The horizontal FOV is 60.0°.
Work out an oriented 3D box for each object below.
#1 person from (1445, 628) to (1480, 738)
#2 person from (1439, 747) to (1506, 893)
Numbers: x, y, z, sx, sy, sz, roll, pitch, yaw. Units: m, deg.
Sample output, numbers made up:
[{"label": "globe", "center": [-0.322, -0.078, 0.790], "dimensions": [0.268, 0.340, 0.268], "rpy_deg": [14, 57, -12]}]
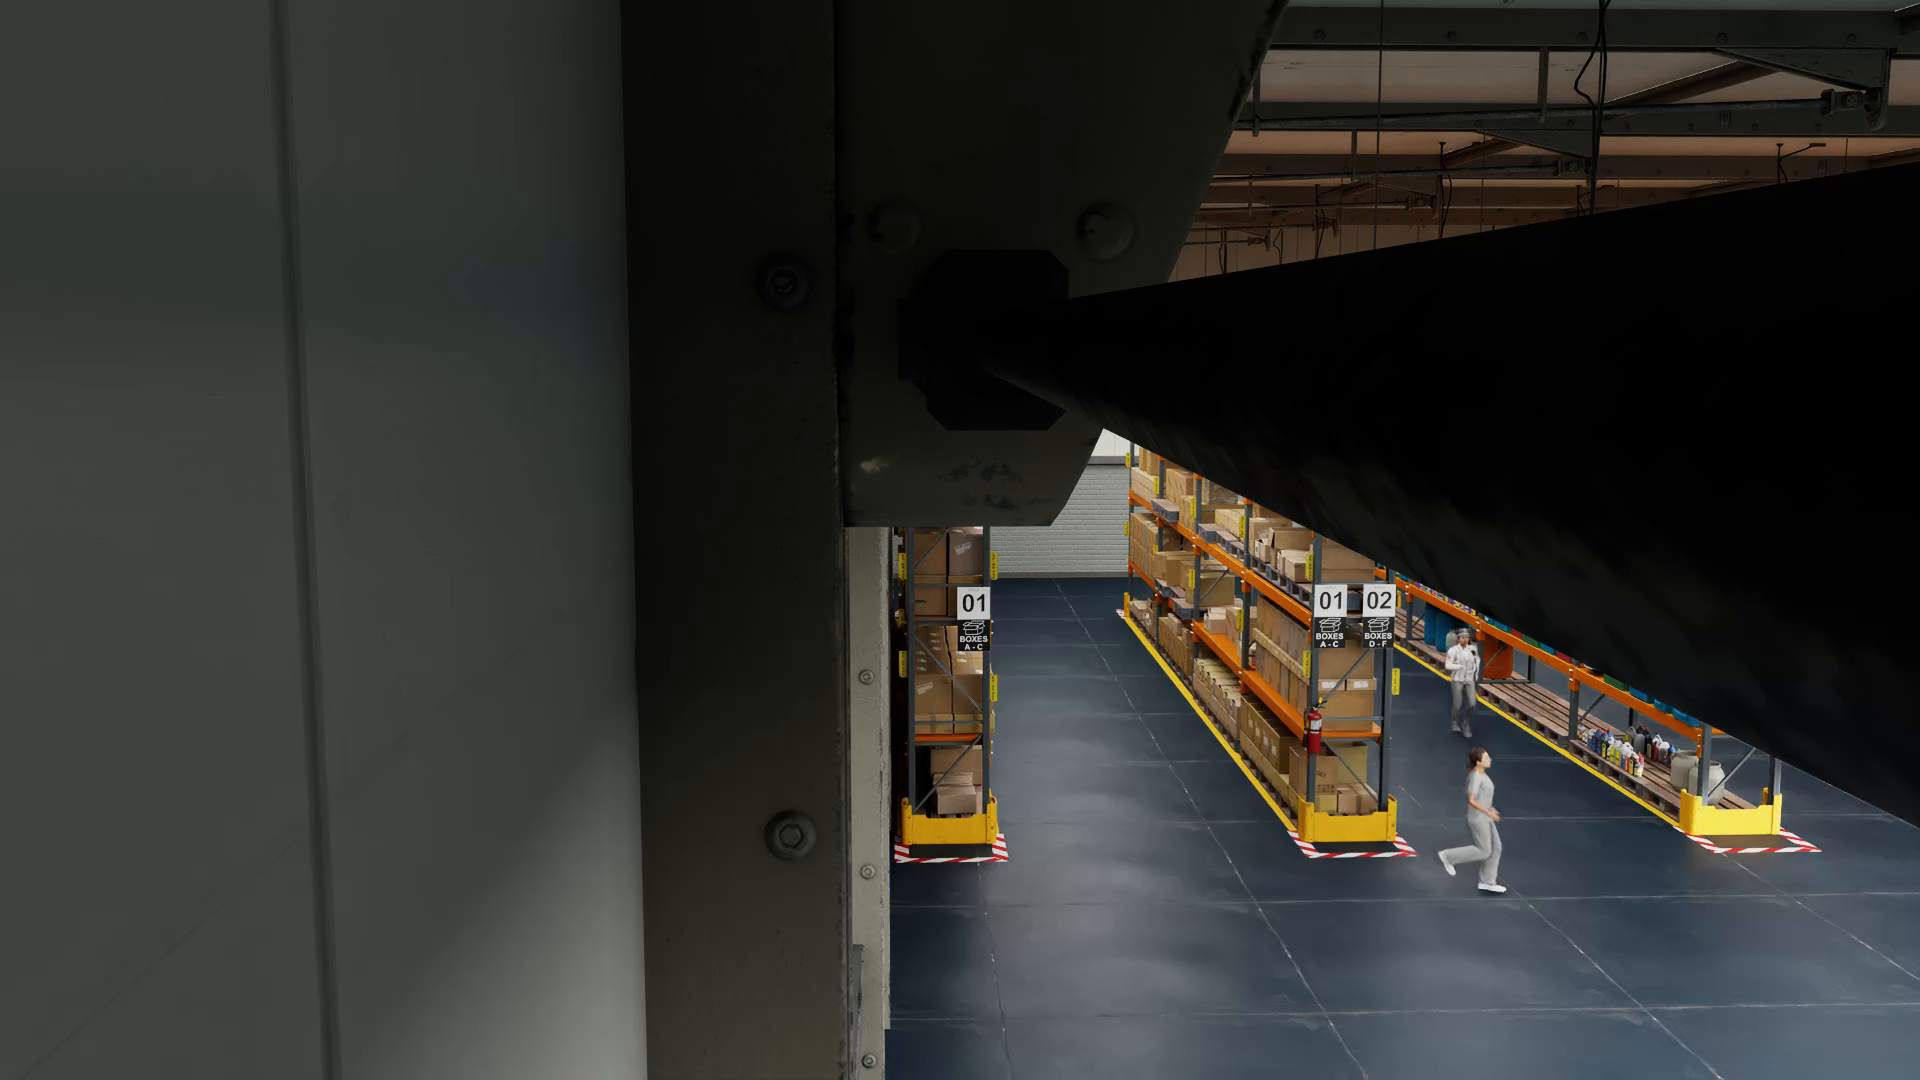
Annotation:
[{"label": "person", "center": [7.796, 2.213, 25.722], "dimensions": [0.592, 1.728, 0.659], "rpy_deg": [0, 7, 2]}, {"label": "person", "center": [5.804, 3.135, 18.743], "dimensions": [0.740, 1.639, 0.576], "rpy_deg": [3, 8, 23]}]
